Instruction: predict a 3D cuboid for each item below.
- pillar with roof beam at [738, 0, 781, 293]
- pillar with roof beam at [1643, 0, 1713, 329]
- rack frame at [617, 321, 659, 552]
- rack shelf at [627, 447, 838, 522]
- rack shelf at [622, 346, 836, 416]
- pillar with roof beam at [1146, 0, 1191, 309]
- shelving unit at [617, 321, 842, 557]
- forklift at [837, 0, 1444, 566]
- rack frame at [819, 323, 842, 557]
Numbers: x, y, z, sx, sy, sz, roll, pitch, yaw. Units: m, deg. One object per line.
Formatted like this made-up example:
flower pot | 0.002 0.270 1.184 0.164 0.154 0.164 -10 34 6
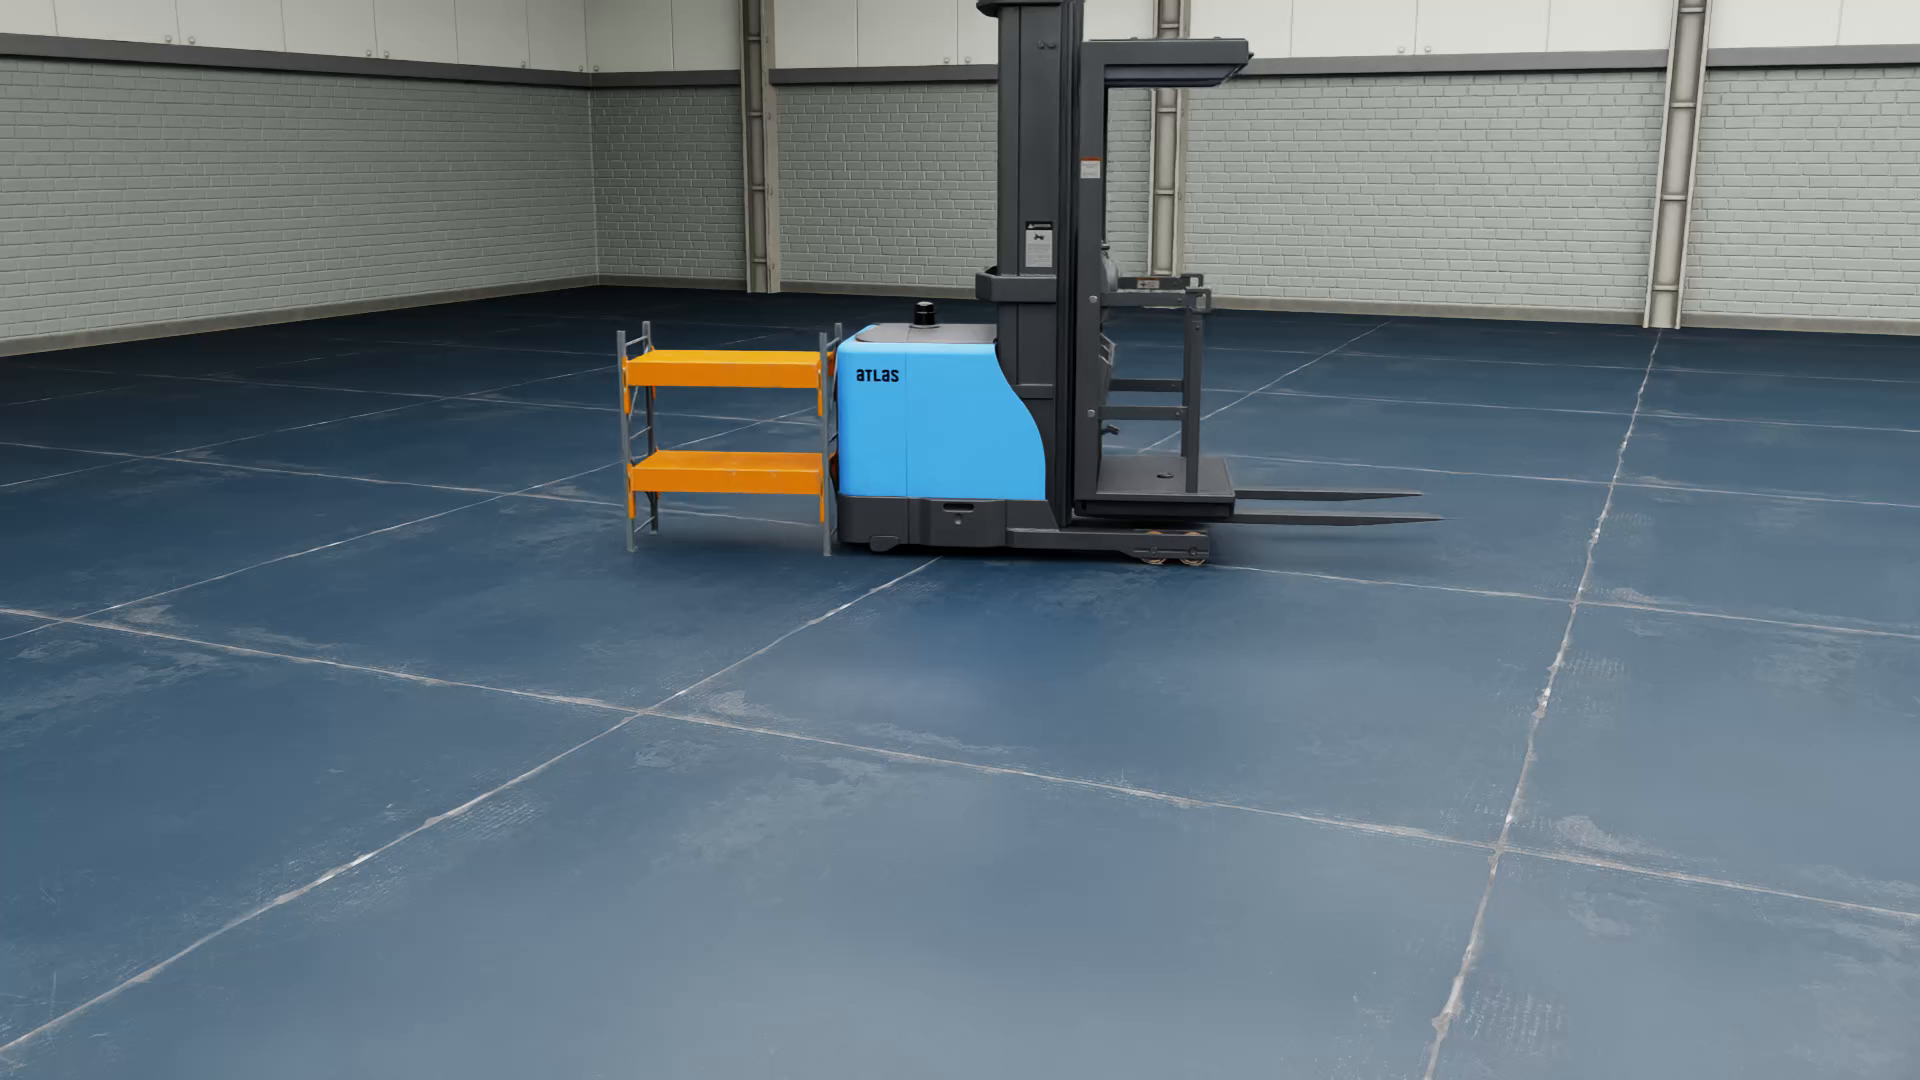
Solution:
pillar with roof beam | -4.575 -7.065 19.164 0.400 9.000 9.100 6 14 23
pillar with roof beam | 6.397 -5.954 14.432 0.400 9.000 9.100 6 14 23
rack frame | -1.663 -0.543 8.606 0.032 1.125 0.500 1 13 5
rack shelf | -1.157 -0.294 8.616 1.000 0.278 0.538 1 13 5
rack shelf | -1.157 -0.817 8.493 1.000 0.278 0.538 1 13 5
pillar with roof beam | 0.911 -6.510 16.798 0.400 9.000 9.100 6 14 23
shelving unit | -1.157 -0.532 8.560 1.048 1.125 0.538 1 13 5
forklift | 0.926 -1.427 8.422 3.031 2.935 1.130 1 13 6
rack frame | -0.650 -0.521 8.514 0.032 1.125 0.500 1 13 5
